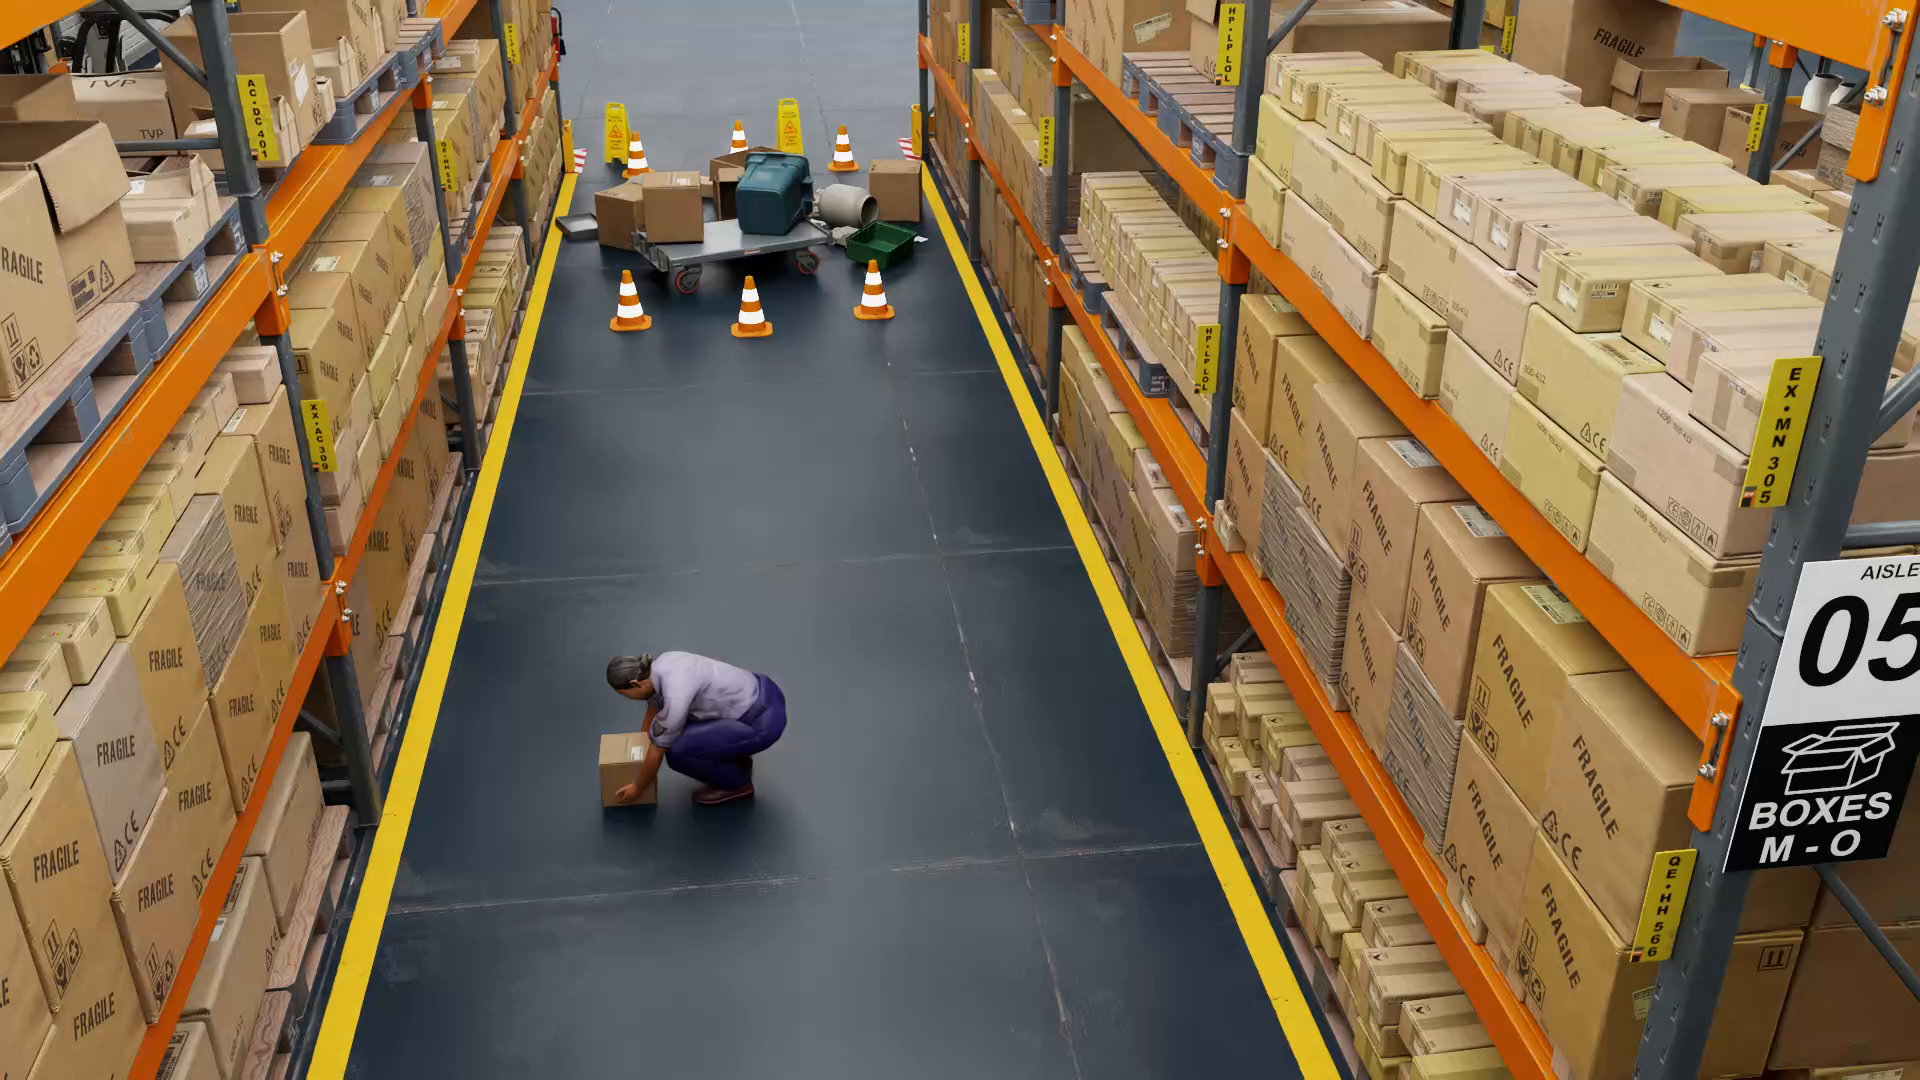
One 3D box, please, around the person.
[{"bbox_3d":[-1.250,0.845,7.937,0.838,0.799,0.509,-4,28,-7],"label":"person"}]
